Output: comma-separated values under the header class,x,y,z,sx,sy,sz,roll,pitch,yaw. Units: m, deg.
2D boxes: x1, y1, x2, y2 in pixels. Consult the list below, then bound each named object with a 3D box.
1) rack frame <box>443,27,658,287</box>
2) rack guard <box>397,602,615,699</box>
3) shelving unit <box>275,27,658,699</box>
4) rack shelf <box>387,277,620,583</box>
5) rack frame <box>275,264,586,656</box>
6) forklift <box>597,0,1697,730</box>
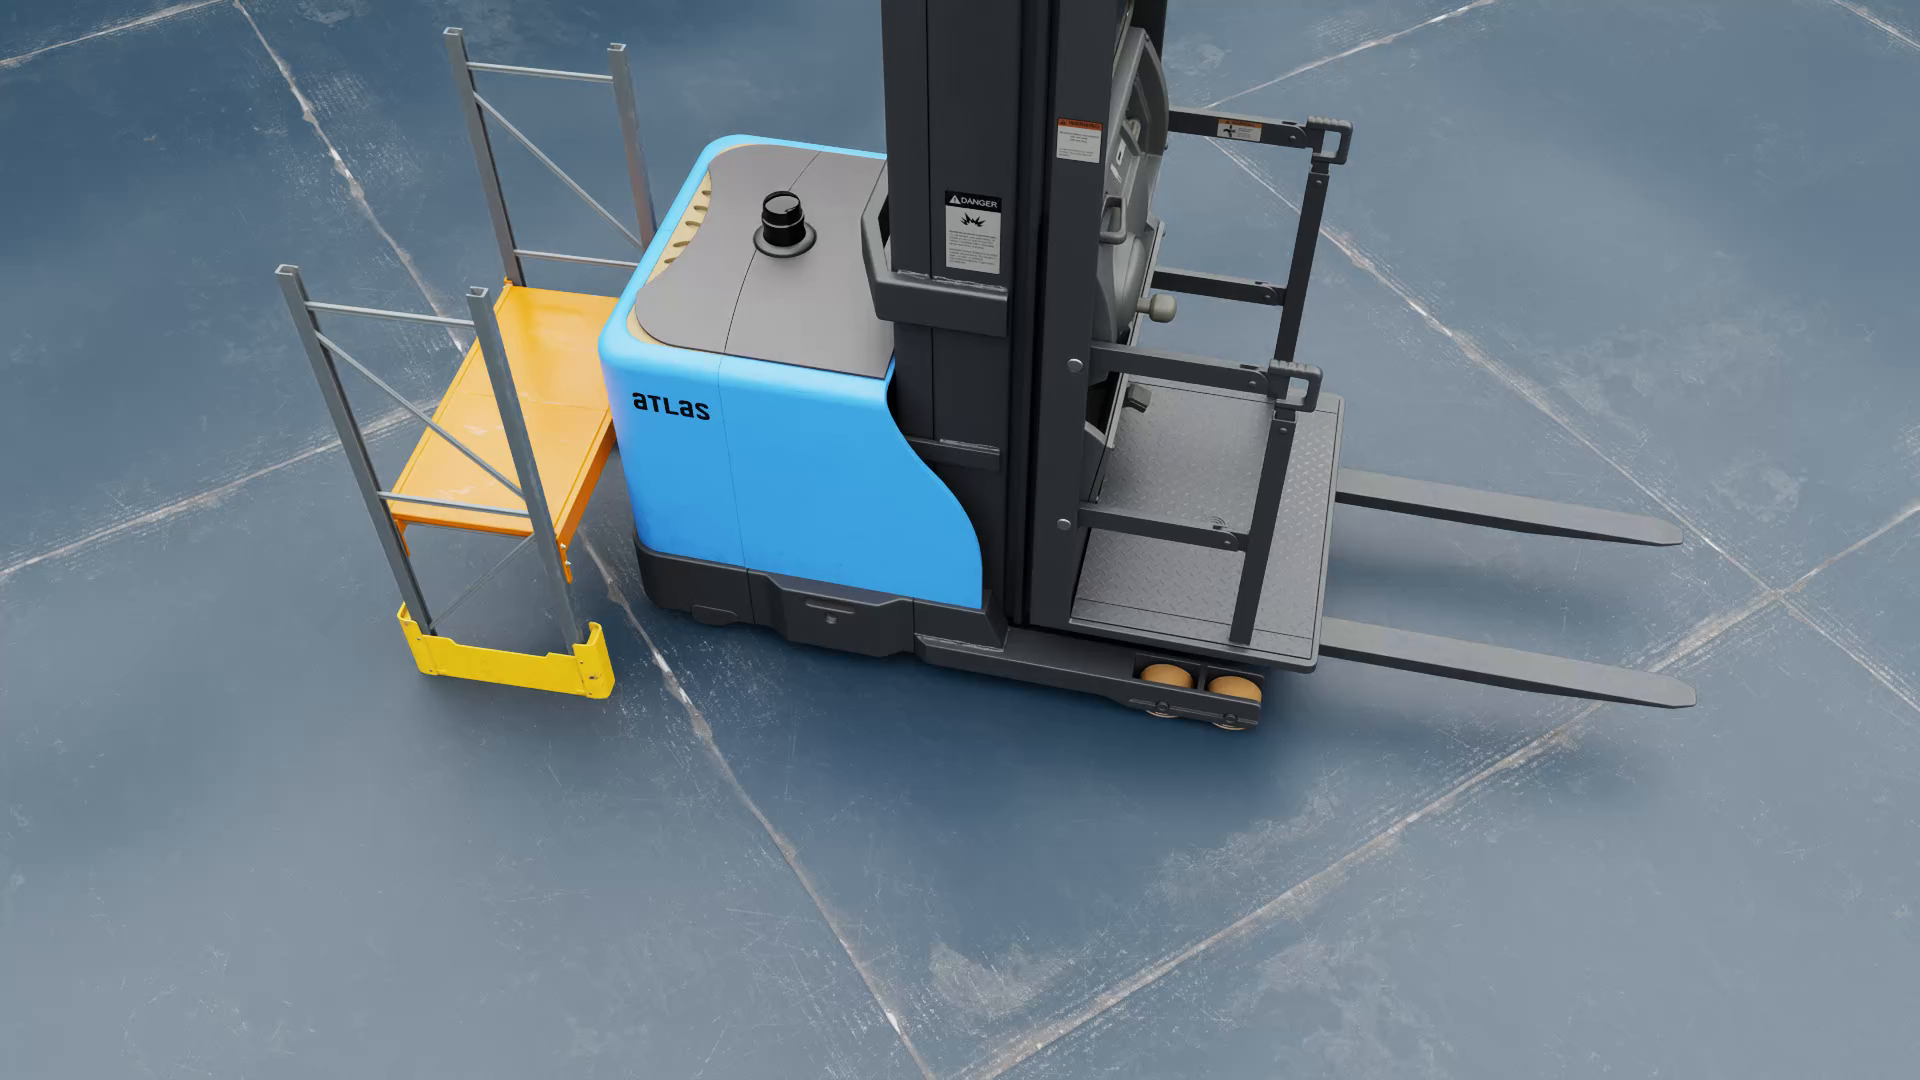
class,x,y,z,sx,sy,sz,roll,pitch,yaw
rack frame,-1.134,-0.836,4.990,0.500,1.500,0.032,7,49,7
rack guard,-1.306,0.313,4.803,0.587,0.250,0.087,7,49,7
shelving unit,-1.220,-0.469,4.663,0.587,1.500,1.083,7,49,7
rack shelf,-1.222,-0.343,4.791,0.538,0.185,1.000,7,49,7
rack frame,-1.310,-0.088,4.324,0.500,1.500,0.032,7,49,7
forklift,0.615,-0.870,4.062,3.031,2.935,1.130,10,49,9
